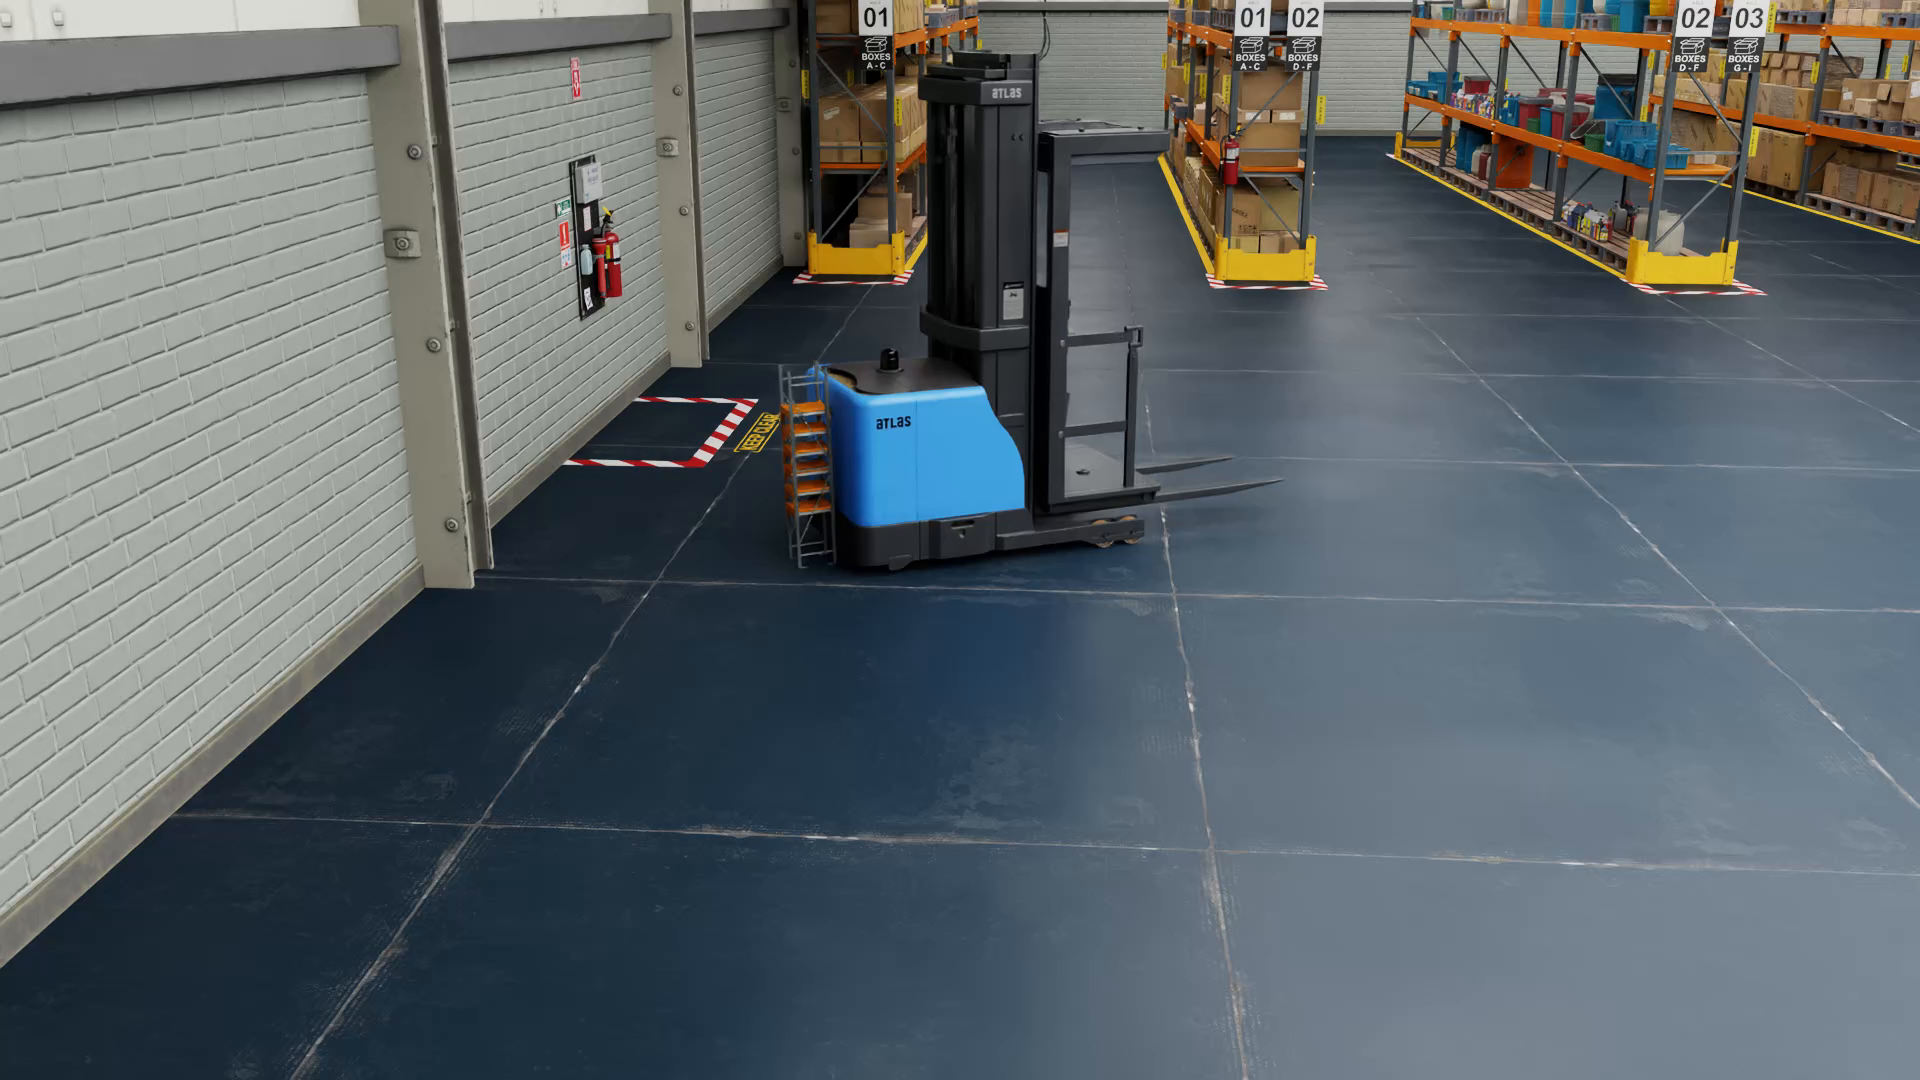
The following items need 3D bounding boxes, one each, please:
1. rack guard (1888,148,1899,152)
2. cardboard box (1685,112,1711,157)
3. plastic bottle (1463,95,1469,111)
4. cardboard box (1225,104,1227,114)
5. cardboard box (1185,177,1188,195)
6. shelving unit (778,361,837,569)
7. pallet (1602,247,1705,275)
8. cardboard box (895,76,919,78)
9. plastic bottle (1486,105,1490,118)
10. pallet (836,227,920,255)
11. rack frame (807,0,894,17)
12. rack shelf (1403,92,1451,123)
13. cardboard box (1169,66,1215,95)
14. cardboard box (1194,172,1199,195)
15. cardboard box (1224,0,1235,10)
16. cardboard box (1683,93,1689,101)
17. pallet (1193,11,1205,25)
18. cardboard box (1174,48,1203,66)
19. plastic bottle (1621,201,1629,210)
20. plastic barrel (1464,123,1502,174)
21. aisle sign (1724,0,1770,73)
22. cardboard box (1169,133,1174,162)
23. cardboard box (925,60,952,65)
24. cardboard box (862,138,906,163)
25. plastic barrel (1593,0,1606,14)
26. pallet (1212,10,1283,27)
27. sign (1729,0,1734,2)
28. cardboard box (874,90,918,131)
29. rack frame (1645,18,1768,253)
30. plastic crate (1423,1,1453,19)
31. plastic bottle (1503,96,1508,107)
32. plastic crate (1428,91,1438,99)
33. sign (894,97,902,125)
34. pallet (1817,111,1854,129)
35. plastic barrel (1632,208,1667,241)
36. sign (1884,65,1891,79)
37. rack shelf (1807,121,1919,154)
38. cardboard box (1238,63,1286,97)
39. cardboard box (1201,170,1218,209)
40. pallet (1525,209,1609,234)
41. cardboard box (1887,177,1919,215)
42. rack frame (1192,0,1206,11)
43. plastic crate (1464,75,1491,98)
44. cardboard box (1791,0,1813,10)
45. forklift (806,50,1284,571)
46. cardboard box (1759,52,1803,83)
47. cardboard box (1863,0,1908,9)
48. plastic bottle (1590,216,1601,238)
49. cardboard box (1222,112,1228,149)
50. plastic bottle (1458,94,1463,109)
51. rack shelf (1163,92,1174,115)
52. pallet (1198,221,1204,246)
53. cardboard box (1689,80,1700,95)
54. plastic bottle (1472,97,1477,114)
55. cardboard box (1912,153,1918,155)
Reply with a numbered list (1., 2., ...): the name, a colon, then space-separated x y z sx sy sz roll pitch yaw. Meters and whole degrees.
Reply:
1. rack guard: 19.624 -7.985 33.989 1.175 0.500 0.348 1 18 4
2. cardboard box: 14.595 -7.769 32.053 0.875 0.875 0.875 1 18 4
3. plastic bottle: 8.983 -7.725 29.381 0.152 0.276 0.135 1 18 4
4. cardboard box: 3.609 -5.552 21.348 0.380 0.149 0.250 1 18 3
5. cardboard box: 3.870 -5.657 26.611 0.500 0.250 0.500 1 18 2
6. shelving unit: -0.898 -0.440 9.828 0.258 1.200 0.189 -9 20 -20
7. pallet: 8.625 -3.432 20.557 1.003 0.211 1.213 1 18 4
8. cardboard box: -0.742 -7.122 26.473 0.700 0.500 0.500 0 18 -1
9. plastic bottle: 8.830 -7.143 27.723 0.097 0.201 0.097 0 18 0
10. pallet: -1.090 -4.029 22.380 1.003 0.211 1.213 1 18 4
11. rack frame: -1.279 -7.552 19.018 1.000 3.000 0.127 1 18 4
12. rack shelf: 9.606 -8.486 32.659 1.077 0.370 4.000 1 18 4
13. cardboard box: 4.265 -8.423 30.478 0.700 0.500 0.500 -5 19 -15
14. cardboard box: 3.723 -5.287 24.582 0.500 0.311 0.500 2 18 5
15. cardboard box: 3.482 -6.575 20.197 0.500 0.250 0.500 1 18 4
16. cardboard box: 14.209 -8.557 32.124 0.380 0.149 0.250 2 18 5
17. pallet: 4.276 -8.199 26.114 1.213 0.211 1.003 2 18 6
18. cardboard box: 4.300 -9.004 31.318 0.500 0.500 0.500 1 18 4
19. plastic bottle: 9.131 -4.466 22.783 0.144 0.351 0.185 1 18 2
20. plastic barrel: 9.356 -7.021 29.727 0.600 0.901 0.708 1 18 4
21. aisle sign: 8.890 -5.686 18.785 0.394 0.787 0.004 1 18 4
22. cardboard box: 4.280 -7.523 31.873 0.500 0.500 0.500 1 18 4
23. cardboard box: -0.414 -7.885 27.794 0.500 0.250 0.500 2 18 5
24. cardboard box: -0.927 -4.784 20.414 0.500 0.250 0.500 1 18 2
25. plastic barrel: 8.662 -7.271 22.124 0.421 0.512 0.421 0 18 0
26. pallet: 3.914 -6.952 22.147 1.003 0.211 1.213 1 18 4
27. sign: 13.849 -9.817 29.791 0.100 0.325 0.005 1 18 4
28. cardboard box: -0.831 -5.611 21.735 0.500 0.500 0.500 2 18 6
29. rack frame: 8.603 -4.480 19.278 1.000 3.000 0.127 1 18 4
30. plastic crate: 9.366 -10.377 32.556 0.504 0.338 0.767 1 18 4
31. plastic bottle: 9.543 -7.629 29.095 0.097 0.271 0.097 0 18 0
32. plastic crate: 9.288 -8.658 32.354 0.293 0.136 0.466 1 18 4
33. sign: -0.738 -5.100 19.781 0.100 0.325 0.005 1 18 4
34. pallet: 14.171 -6.539 25.870 1.213 0.211 1.003 1 18 4
35. plastic barrel: 8.609 -3.859 20.704 0.421 0.512 0.421 0 18 0
36. sign: 14.658 -7.357 26.327 0.100 0.325 0.005 1 18 4
37. rack shelf: 13.973 -5.891 24.739 1.077 0.370 4.000 1 18 4
38. cardboard box: 3.744 -5.580 20.392 0.700 0.500 0.500 1 18 2
39. cardboard box: 3.575 -4.791 22.763 0.500 0.500 0.500 1 18 4
40. pallet: 8.907 -4.642 24.250 1.003 0.211 1.213 1 18 4
41. cardboard box: 13.948 -4.971 24.084 0.700 0.500 0.500 1 18 4
42. rack frame: 4.236 -9.927 26.267 1.000 3.000 0.127 1 18 4
43. plastic crate: 9.777 -8.537 31.462 0.402 0.464 0.583 1 18 4
44. cardboard box: 14.062 -8.988 27.382 0.500 0.500 0.500 2 18 7
45. forklift: 0.606 -1.492 10.269 3.031 2.935 1.130 -7 20 -22
46. cardboard box: 14.305 -8.209 28.887 0.797 0.503 0.637 1 18 5
47. cardboard box: 13.757 -8.110 24.577 0.500 0.500 0.500 1 18 2
48. plastic bottle: 8.352 -4.096 21.772 0.152 0.276 0.135 1 18 2
49. cardboard box: 3.852 -5.424 21.998 0.700 0.500 0.500 2 18 5
50. plastic bottle: 8.988 -7.861 29.804 0.097 0.271 0.097 0 18 0
51. rack shelf: 4.666 -8.598 33.000 1.077 0.370 4.000 1 18 4
52. pallet: 3.850 -4.263 23.093 1.003 0.211 1.213 1 18 4
53. cardboard box: 14.244 -8.629 31.702 0.500 0.250 0.500 2 18 5
54. plastic bottle: 8.884 -7.498 28.676 0.061 0.283 0.133 1 18 4
55. cardboard box: 19.336 -7.803 33.322 0.380 0.149 0.250 1 18 4
